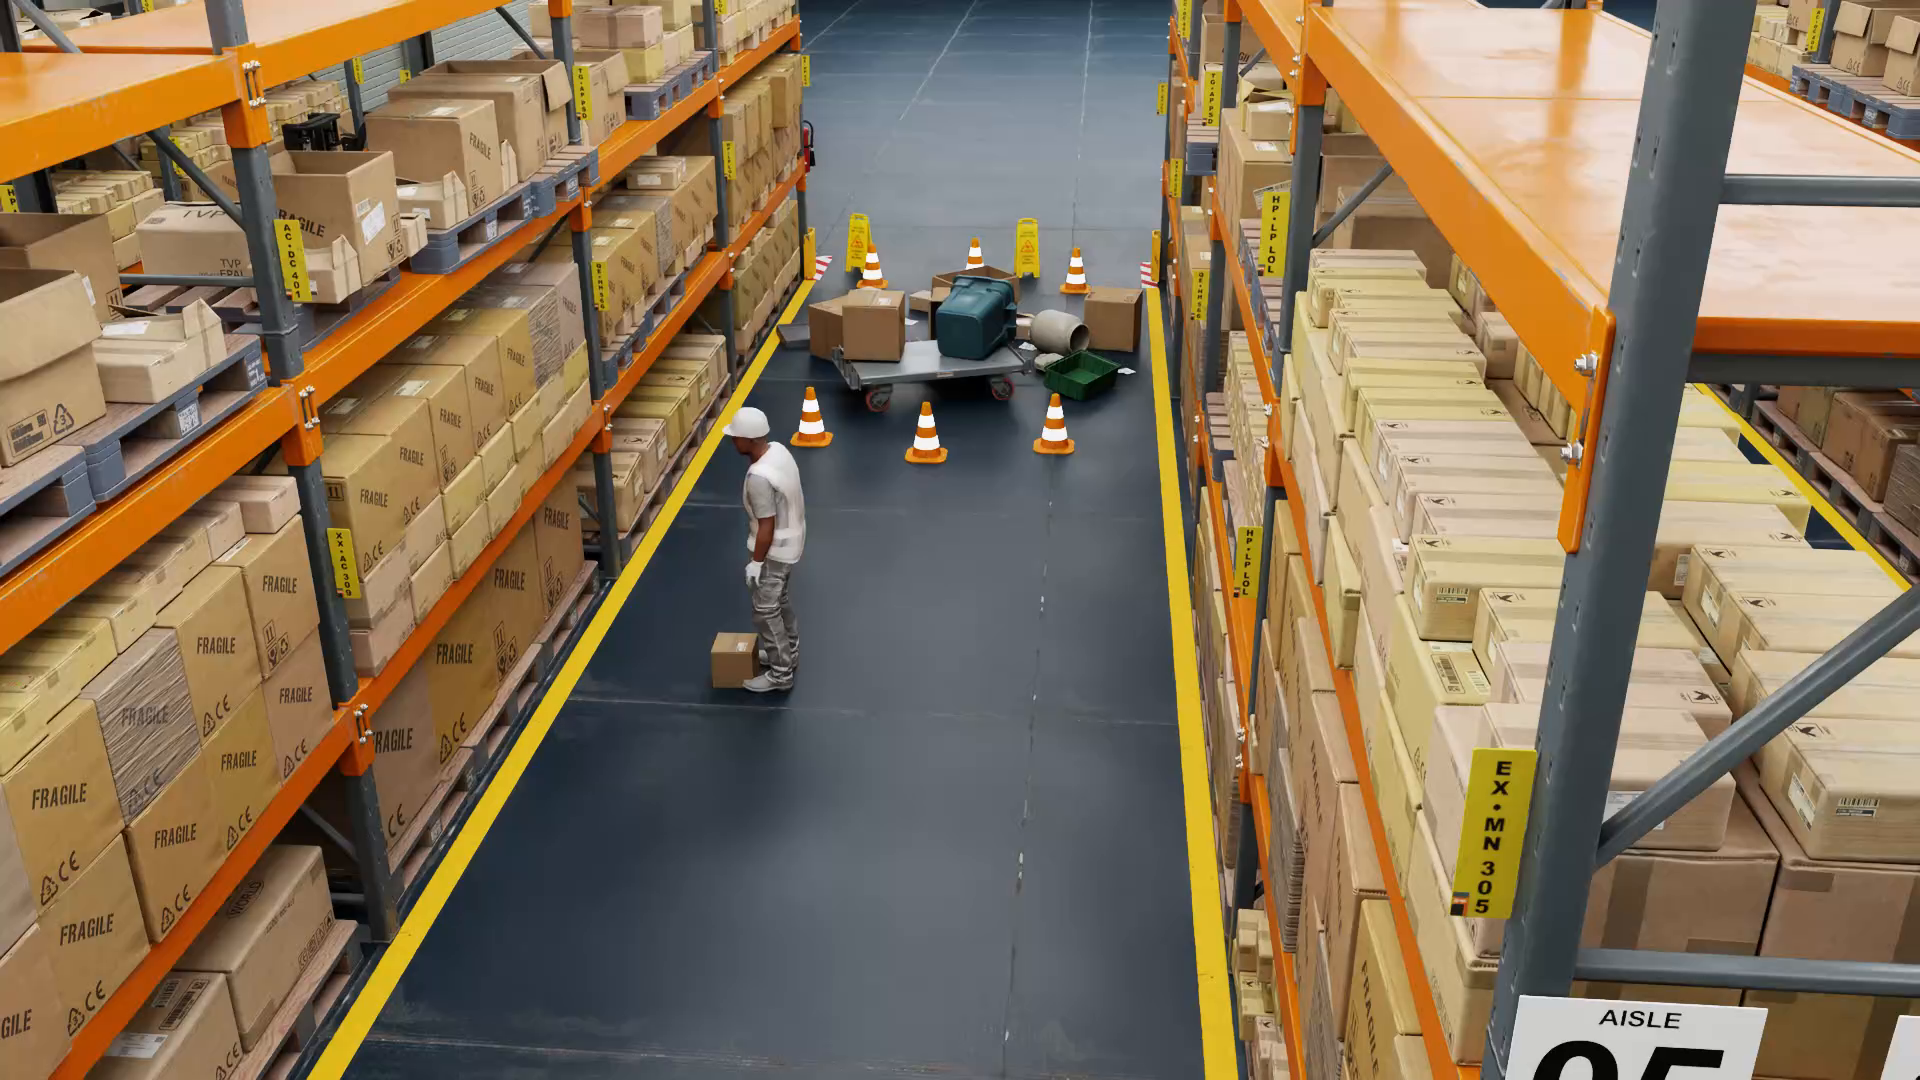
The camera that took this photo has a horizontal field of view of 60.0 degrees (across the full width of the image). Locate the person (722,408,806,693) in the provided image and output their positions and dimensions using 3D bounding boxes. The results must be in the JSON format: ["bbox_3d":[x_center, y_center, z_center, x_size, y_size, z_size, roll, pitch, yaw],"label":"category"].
[{"bbox_3d":[-1.144,0.046,9.898,0.447,1.774,0.618,2,24,4],"label":"person"}]
